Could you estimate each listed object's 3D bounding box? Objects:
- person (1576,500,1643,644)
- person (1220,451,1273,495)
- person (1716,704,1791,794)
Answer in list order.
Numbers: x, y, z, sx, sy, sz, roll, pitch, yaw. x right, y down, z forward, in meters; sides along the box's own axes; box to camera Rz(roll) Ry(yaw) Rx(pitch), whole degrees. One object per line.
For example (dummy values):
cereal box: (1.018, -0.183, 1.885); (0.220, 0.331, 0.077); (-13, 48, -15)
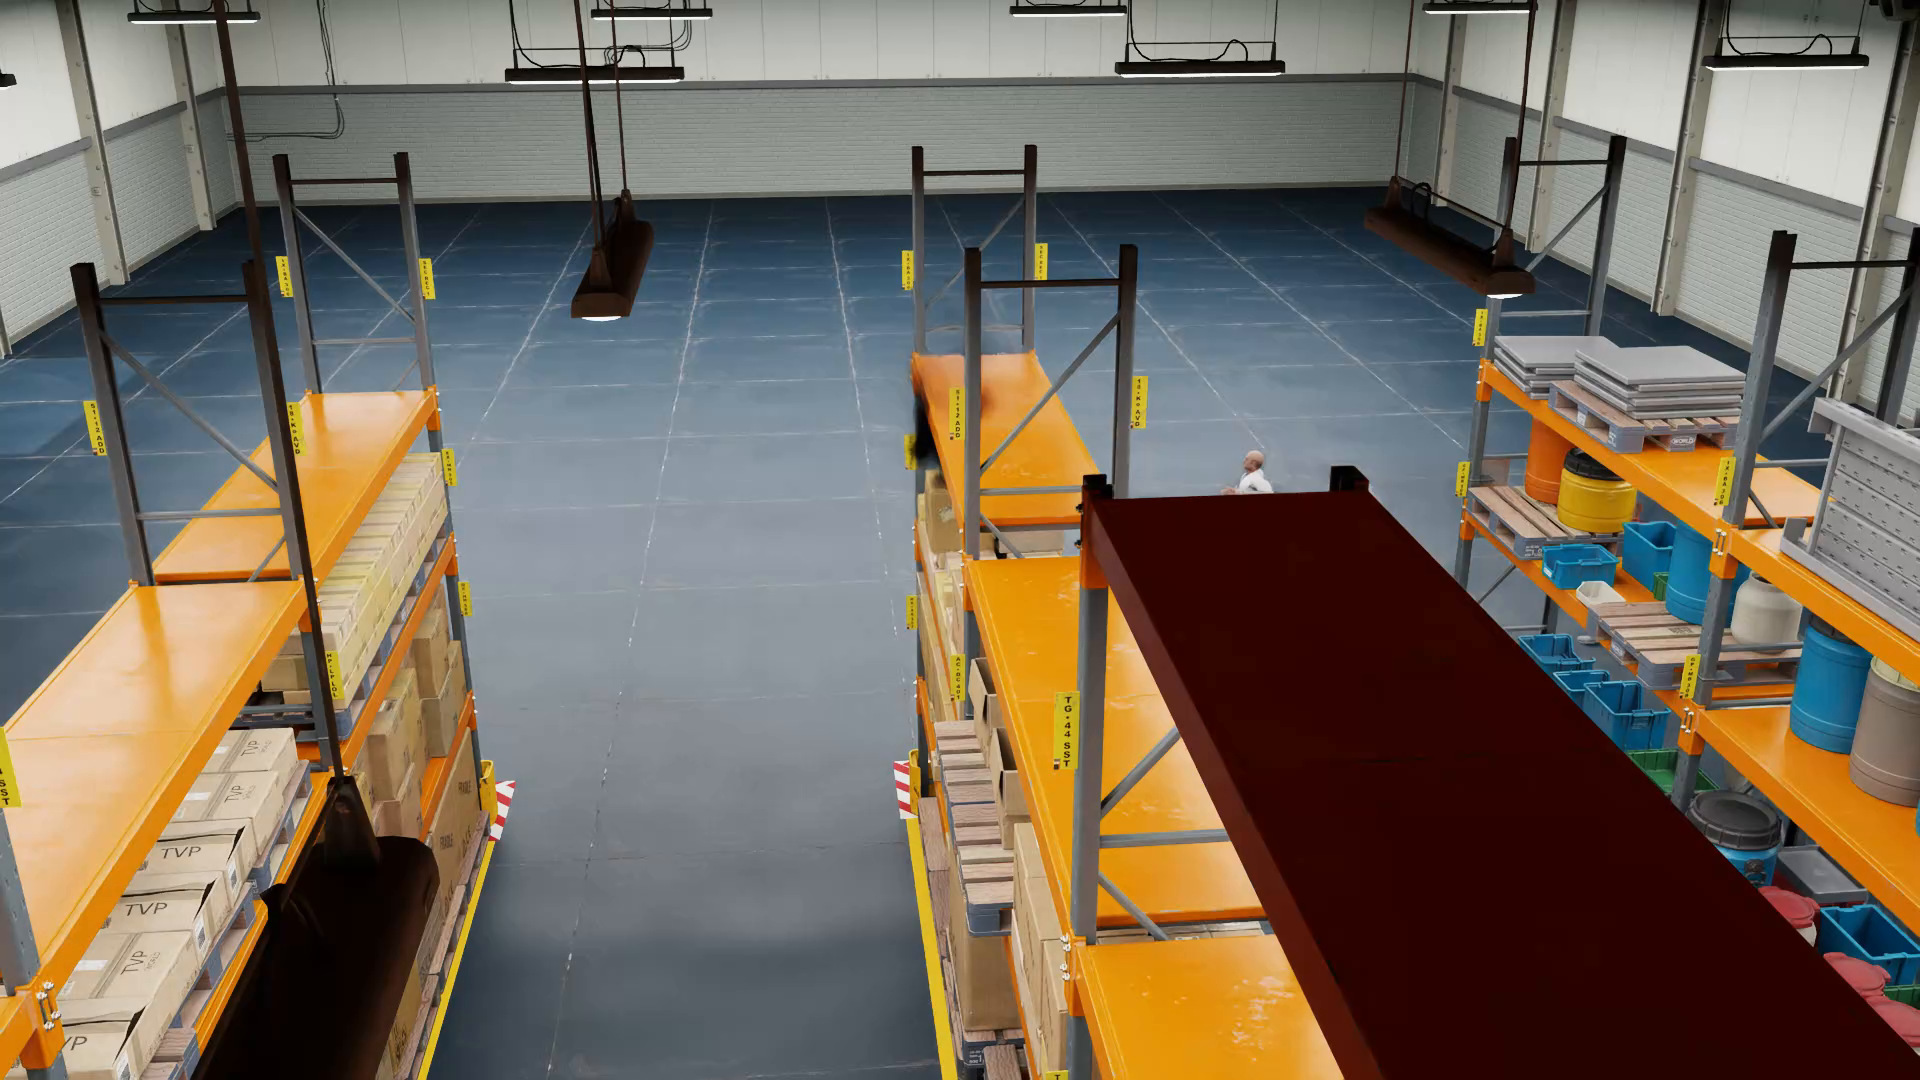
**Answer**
person: (7.401, 0.390, 18.365); (0.910, 1.733, 0.671); (8, 23, 20)
person: (3.452, -0.203, 19.678); (1.057, 1.790, 0.709); (7, 23, 17)
person: (6.870, 1.891, 14.508); (0.648, 1.829, 0.820); (-4, 22, -10)
